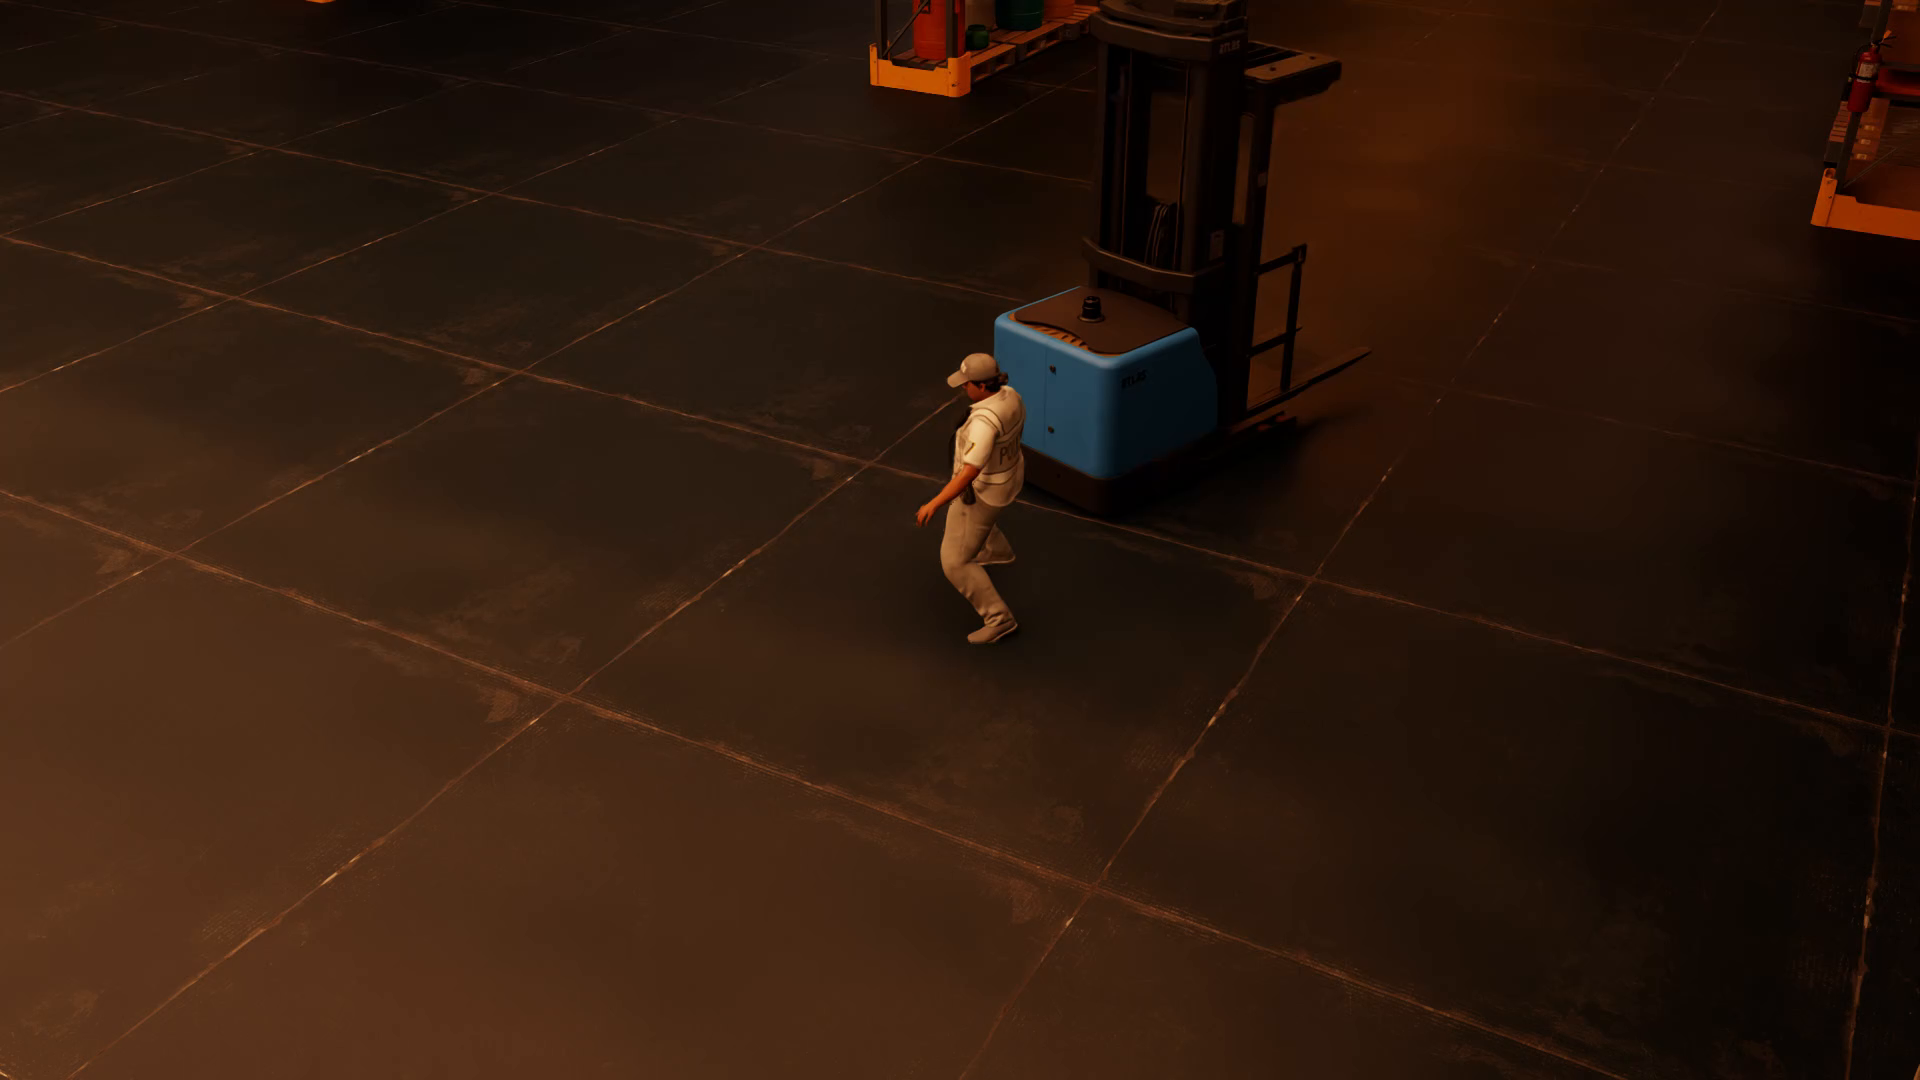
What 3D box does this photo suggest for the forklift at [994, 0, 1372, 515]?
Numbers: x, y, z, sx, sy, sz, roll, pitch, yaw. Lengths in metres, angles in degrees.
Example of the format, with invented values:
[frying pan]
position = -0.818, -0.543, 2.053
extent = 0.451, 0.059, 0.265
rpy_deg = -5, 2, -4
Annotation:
[forklift]
position = 1.619, -2.047, 10.617
extent = 3.031, 2.935, 1.130
rpy_deg = -25, 38, -36

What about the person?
[person]
position = 0.109, -0.303, 9.013
extent = 0.626, 1.560, 0.877
rpy_deg = 13, 32, 21
